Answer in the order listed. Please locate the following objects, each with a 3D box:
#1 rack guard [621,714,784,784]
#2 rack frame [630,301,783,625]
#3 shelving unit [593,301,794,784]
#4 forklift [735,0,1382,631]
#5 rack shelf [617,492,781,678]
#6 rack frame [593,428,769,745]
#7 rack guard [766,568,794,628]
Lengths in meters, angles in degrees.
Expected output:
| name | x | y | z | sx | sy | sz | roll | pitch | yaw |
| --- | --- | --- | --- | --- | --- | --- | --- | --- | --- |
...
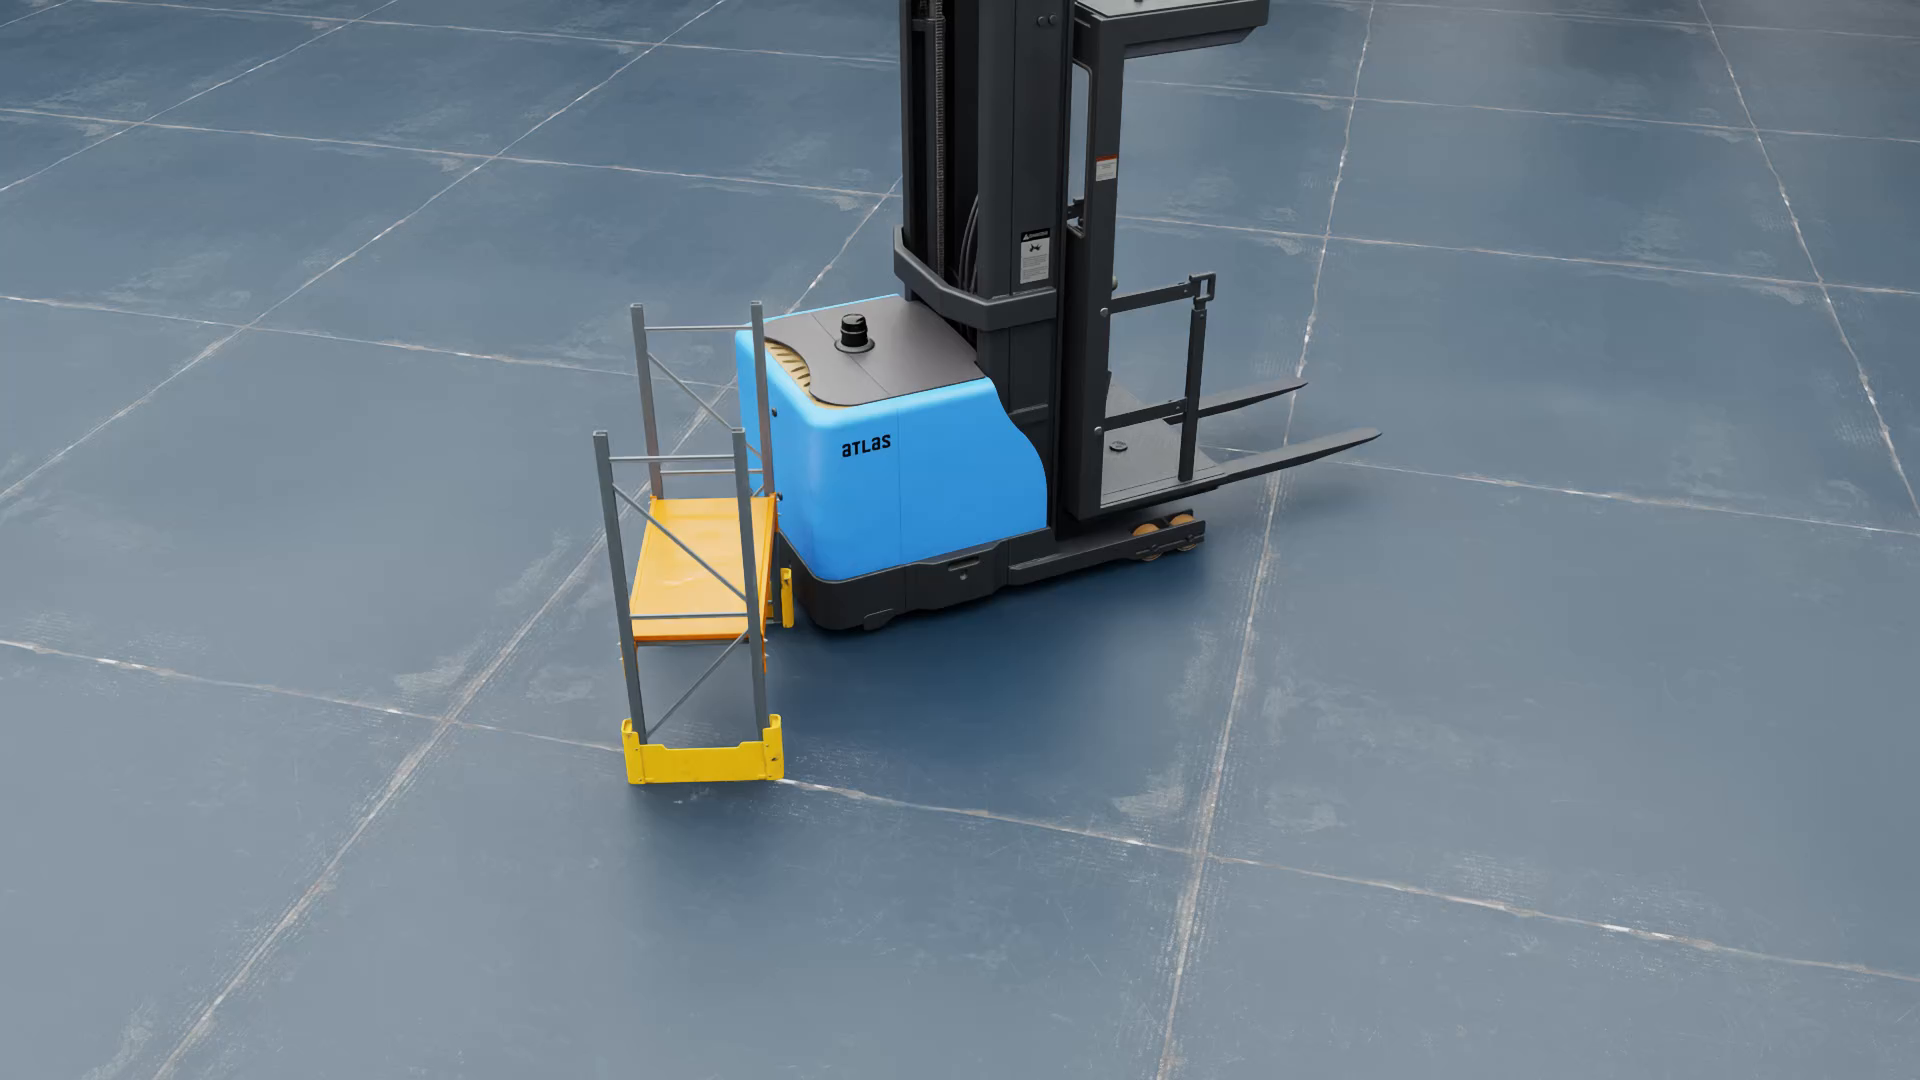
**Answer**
| name | x | y | z | sx | sy | sz | roll | pitch | yaw |
| --- | --- | --- | --- | --- | --- | --- | --- | --- | --- |
| rack guard | -0.966 | 0.790 | 6.275 | 0.587 | 0.250 | 0.087 | -1 | 32 | -2 |
| rack frame | -1.011 | -0.272 | 6.780 | 0.500 | 1.500 | 0.032 | -1 | 32 | -2 |
| shelving unit | -0.989 | -0.004 | 6.359 | 0.587 | 1.500 | 1.083 | -1 | 32 | -2 |
| forklift | 0.564 | -1.382 | 7.192 | 3.031 | 2.935 | 1.130 | -14 | 35 | -21 |
| rack shelf | -0.988 | 0.152 | 6.448 | 0.538 | 0.185 | 1.000 | -1 | 32 | -2 |
| rack frame | -0.965 | 0.273 | 5.923 | 0.500 | 1.500 | 0.032 | -1 | 32 | -2 |
| rack guard | -1.011 | 0.256 | 7.114 | 0.587 | 0.250 | 0.087 | -1 | 32 | -2 |
